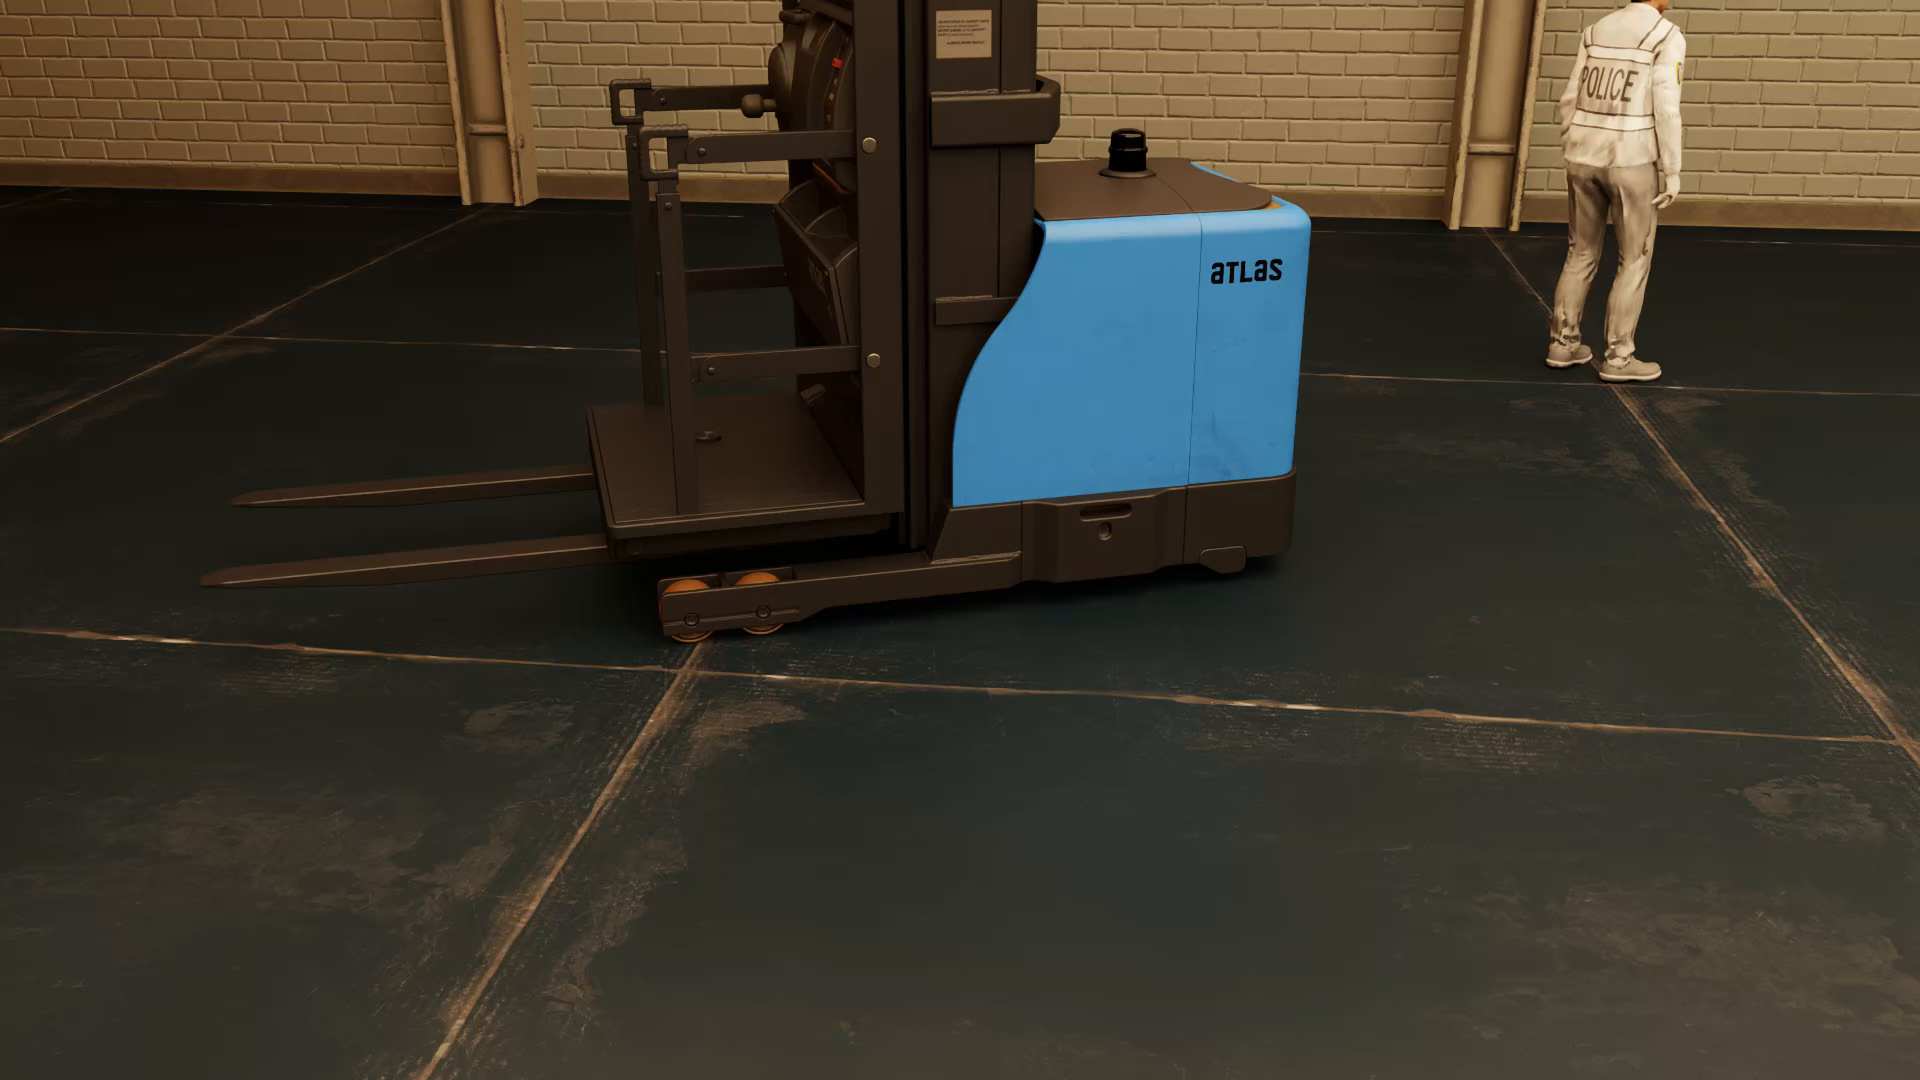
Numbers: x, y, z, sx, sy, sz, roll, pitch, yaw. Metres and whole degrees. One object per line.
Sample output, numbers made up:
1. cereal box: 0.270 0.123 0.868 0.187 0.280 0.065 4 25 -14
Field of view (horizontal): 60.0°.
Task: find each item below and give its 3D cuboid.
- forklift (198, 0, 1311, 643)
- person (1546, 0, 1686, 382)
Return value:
1. forklift: -0.588 -1.301 4.485 3.031 2.935 1.130 -6 23 -14
2. person: 2.620 -1.482 6.633 0.374 1.663 0.529 -14 26 -32
